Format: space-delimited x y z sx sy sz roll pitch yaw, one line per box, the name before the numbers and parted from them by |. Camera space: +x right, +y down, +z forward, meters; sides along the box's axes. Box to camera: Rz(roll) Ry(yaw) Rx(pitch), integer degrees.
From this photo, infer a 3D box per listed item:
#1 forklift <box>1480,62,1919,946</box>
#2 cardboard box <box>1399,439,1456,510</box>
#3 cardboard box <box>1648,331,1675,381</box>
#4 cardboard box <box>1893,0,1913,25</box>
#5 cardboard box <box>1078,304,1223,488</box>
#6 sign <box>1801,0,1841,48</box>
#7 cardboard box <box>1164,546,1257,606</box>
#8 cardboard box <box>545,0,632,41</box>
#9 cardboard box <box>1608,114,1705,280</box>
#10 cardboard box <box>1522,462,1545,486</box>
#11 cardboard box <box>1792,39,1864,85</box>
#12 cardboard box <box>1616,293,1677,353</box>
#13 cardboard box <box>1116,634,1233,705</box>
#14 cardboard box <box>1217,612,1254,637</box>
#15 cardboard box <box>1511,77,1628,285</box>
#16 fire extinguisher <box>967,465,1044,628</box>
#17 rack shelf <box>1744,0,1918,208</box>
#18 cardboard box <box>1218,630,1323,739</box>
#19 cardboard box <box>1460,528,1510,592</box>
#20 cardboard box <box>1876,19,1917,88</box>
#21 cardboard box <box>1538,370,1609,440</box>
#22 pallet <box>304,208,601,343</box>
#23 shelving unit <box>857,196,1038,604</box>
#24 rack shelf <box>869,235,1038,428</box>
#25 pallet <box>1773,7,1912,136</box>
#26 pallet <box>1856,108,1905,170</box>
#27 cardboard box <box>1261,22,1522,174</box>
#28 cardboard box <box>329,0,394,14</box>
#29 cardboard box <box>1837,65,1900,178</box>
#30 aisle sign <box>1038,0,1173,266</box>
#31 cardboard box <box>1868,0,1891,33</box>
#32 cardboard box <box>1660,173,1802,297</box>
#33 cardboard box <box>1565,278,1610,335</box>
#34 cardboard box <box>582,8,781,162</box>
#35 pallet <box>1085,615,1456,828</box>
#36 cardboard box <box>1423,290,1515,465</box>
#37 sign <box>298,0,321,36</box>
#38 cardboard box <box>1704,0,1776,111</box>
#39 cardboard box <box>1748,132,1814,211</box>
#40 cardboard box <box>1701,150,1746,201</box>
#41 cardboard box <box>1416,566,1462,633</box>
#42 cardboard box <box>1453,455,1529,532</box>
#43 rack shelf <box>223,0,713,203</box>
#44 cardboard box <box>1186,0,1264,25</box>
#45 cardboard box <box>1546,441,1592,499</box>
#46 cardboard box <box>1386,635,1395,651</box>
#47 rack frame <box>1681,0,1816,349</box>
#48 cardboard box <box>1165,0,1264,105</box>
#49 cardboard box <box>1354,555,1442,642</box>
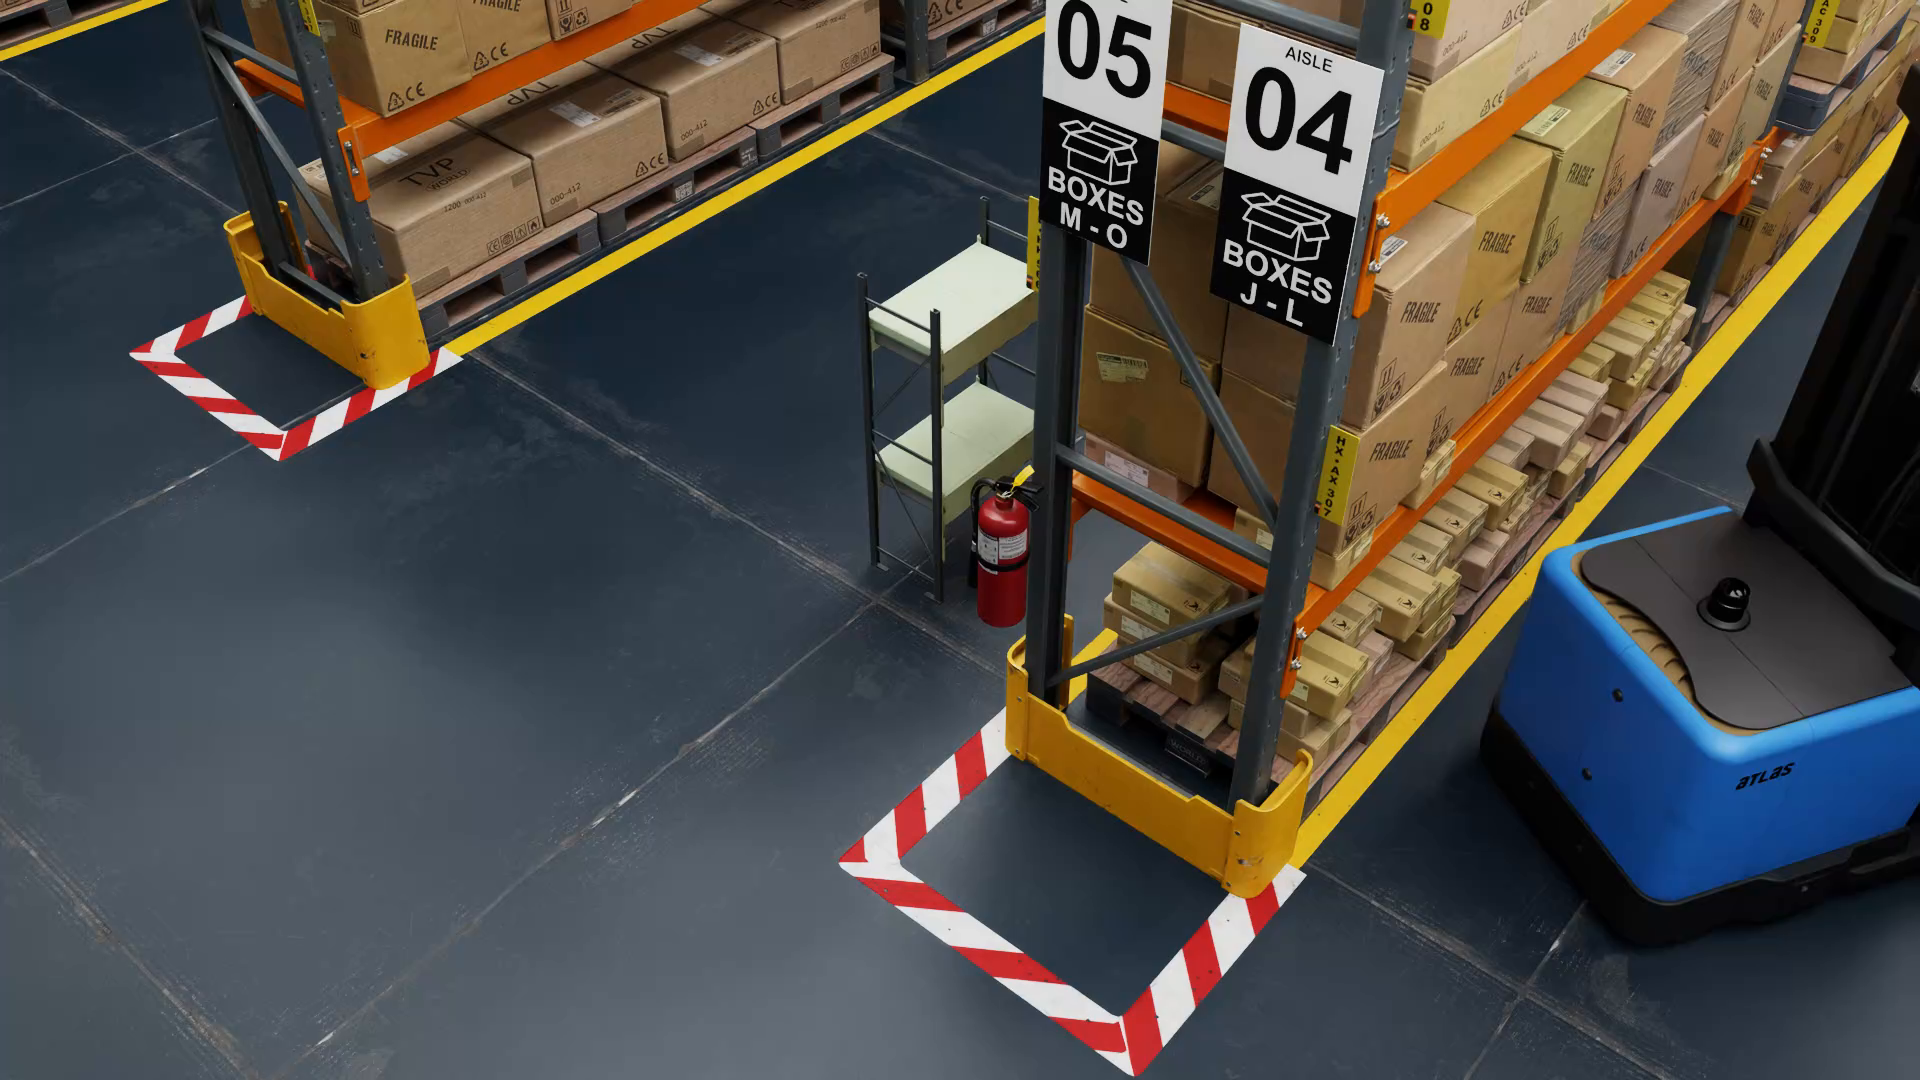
forklift | 3.588 -0.268 5.548 3.031 2.935 1.130 -13 44 -14
cardboard box | 1.465 -0.294 5.713 0.380 0.149 0.250 28 49 27
cardboard box | 3.109 -0.924 7.804 0.380 0.149 0.250 27 49 27
cardboard box | 4.339 -2.625 7.964 0.380 0.149 0.250 30 50 29
cardboard box | 0.751 -0.588 5.553 0.500 0.500 0.500 31 50 29
sign | 3.654 -2.247 7.030 0.100 0.325 0.005 29 50 28
cardboard box | 1.012 0.095 6.463 0.380 0.149 0.250 30 50 29
cardboard box | -2.021 -2.875 8.291 0.500 0.500 0.500 29 50 28
cardboard box | 2.482 -1.411 6.459 0.500 0.500 0.500 29 50 28
cardboard box | 2.377 -0.422 7.253 0.380 0.149 0.250 27 49 27
cardboard box | 3.839 -2.224 7.523 0.380 0.149 0.250 27 49 27
cardboard box | 3.070 -1.033 7.704 0.380 0.149 0.250 30 50 29
cardboard box | 0.838 0.440 6.525 0.380 0.149 0.250 30 50 29
cardboard box | 0.990 0.185 6.585 0.380 0.149 0.250 28 49 28
cardboard box | 1.823 -1.252 5.541 0.500 0.500 0.500 28 49 28
fire extinguisher | 0.144 -0.001 5.539 0.296 0.674 0.183 29 50 28
rack shelf | 4.521 -2.921 8.950 1.077 0.370 4.000 29 50 28
cardboard box | 1.193 0.533 6.202 0.380 0.149 0.250 32 51 30
cardboard box | 2.068 0.022 6.985 0.380 0.149 0.250 27 49 27
cardboard box | 4.912 -2.740 9.204 0.500 0.250 0.500 31 50 29
cardboard box | 2.585 -0.623 7.252 0.380 0.149 0.250 27 49 27
pallet | -2.740 -1.603 9.038 1.003 0.211 1.213 29 50 28
shelving unit | 0.004 -0.558 6.932 0.431 1.500 0.755 29 50 28
rack shelf | 0.004 -0.847 6.669 0.431 0.370 0.720 29 50 28
pallet | 3.837 -2.417 8.003 1.003 0.211 1.213 29 50 28
pallet | 5.304 -2.784 10.337 1.003 0.211 1.213 29 50 28
cardboard box | 1.144 -1.273 4.484 0.500 0.250 0.500 31 51 30
cardboard box | -2.668 -2.720 7.376 0.500 0.500 0.500 28 49 28
cardboard box | 4.919 -2.451 9.444 0.500 0.500 0.500 27 49 27
aisle sign | 0.382 -1.152 4.537 0.394 0.787 0.004 29 50 28
cardboard box | 4.004 -2.468 7.570 0.380 0.149 0.250 29 49 28
cardboard box | 3.912 -1.654 8.567 0.500 0.500 0.500 31 51 30
cardboard box | 2.278 -0.980 6.467 0.380 0.149 0.250 31 50 29
cardboard box | -1.682 -2.718 9.784 0.875 0.438 0.875 28 49 27
pallet | 1.258 0.492 6.734 1.003 0.211 1.213 29 50 28
cardboard box | 1.484 -0.643 5.614 0.500 0.500 0.500 30 50 29
sign | -2.774 -2.295 7.024 0.100 0.325 0.005 29 50 28
cardboard box | 2.809 -2.047 6.415 0.500 0.500 0.500 28 49 27
cardboard box | 3.911 -1.932 8.315 0.500 0.250 0.500 27 49 27
cardboard box | 3.146 -1.636 7.189 0.380 0.149 0.250 28 49 27
cardboard box | 1.750 0.167 6.605 0.380 0.149 0.250 31 51 30
cardboard box | 2.088 -0.227 6.817 0.380 0.149 0.250 30 50 29
rack shelf | -1.907 -2.953 8.985 1.077 0.370 4.000 29 50 28
cardboard box | 0.761 -1.684 4.565 0.500 0.250 0.500 28 49 27
cardboard box | 2.576 -0.376 7.423 0.380 0.149 0.250 29 50 28
cardboard box | 1.502 0.369 6.603 0.380 0.149 0.250 30 50 29
rack frame | 3.233 -2.157 7.575 1.000 3.000 0.127 29 50 28
cardboard box | 0.749 -1.501 4.735 0.500 0.250 0.500 28 49 28
cardboard box | 1.602 0.191 6.358 0.380 0.149 0.250 29 50 28
